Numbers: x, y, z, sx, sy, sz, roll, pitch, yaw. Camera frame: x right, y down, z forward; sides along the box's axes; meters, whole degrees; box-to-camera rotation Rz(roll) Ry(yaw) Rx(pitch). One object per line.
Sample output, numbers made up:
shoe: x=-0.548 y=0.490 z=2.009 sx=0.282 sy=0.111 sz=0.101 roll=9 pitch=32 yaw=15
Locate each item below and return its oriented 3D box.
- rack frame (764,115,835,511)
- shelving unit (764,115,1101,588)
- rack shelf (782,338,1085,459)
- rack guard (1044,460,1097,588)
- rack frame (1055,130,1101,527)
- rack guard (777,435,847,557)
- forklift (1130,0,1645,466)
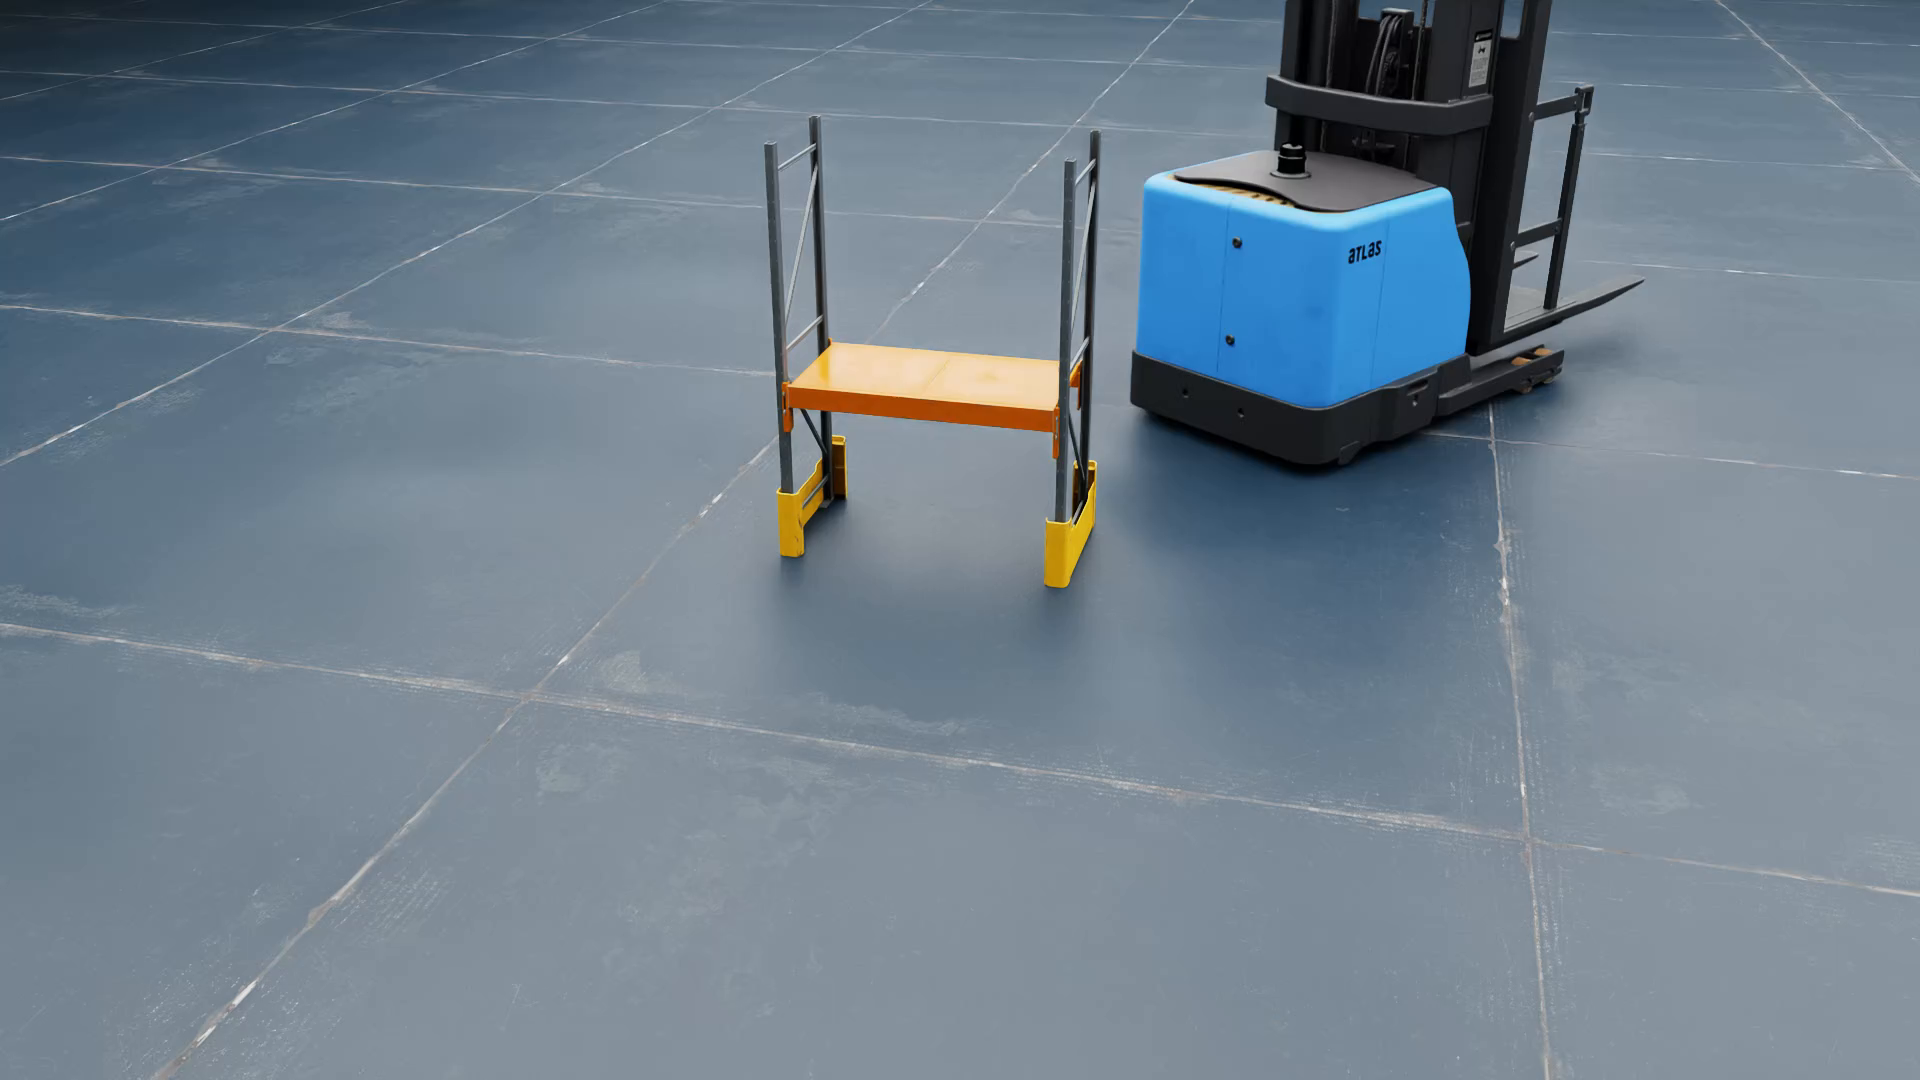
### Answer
rack frame: x=-0.575 y=-0.741 z=6.061 sx=0.032 sy=1.500 sz=0.500 roll=6 pitch=26 yaw=13
shelving unit: x=-0.074 y=-0.685 z=5.945 sx=1.083 sy=1.500 sz=0.587 roll=6 pitch=26 yaw=13
rack shelf: x=-0.083 y=-0.524 z=6.024 sx=1.000 sy=0.185 sz=0.538 roll=6 pitch=26 yaw=13
rack guard: x=0.408 y=-0.068 z=6.101 sx=0.087 sy=0.250 sz=0.587 roll=6 pitch=26 yaw=13
rack frame: x=0.410 y=-0.632 z=5.832 sx=0.032 sy=1.500 sz=0.500 roll=6 pitch=26 yaw=13
rack guard: x=-0.556 y=-0.174 z=6.325 sx=0.087 sy=0.250 sz=0.587 roll=6 pitch=26 yaw=13
forklift: x=2.187 y=-2.146 z=7.347 sx=3.031 sy=2.935 sz=1.130 roll=-21 pitch=33 yaw=-37
